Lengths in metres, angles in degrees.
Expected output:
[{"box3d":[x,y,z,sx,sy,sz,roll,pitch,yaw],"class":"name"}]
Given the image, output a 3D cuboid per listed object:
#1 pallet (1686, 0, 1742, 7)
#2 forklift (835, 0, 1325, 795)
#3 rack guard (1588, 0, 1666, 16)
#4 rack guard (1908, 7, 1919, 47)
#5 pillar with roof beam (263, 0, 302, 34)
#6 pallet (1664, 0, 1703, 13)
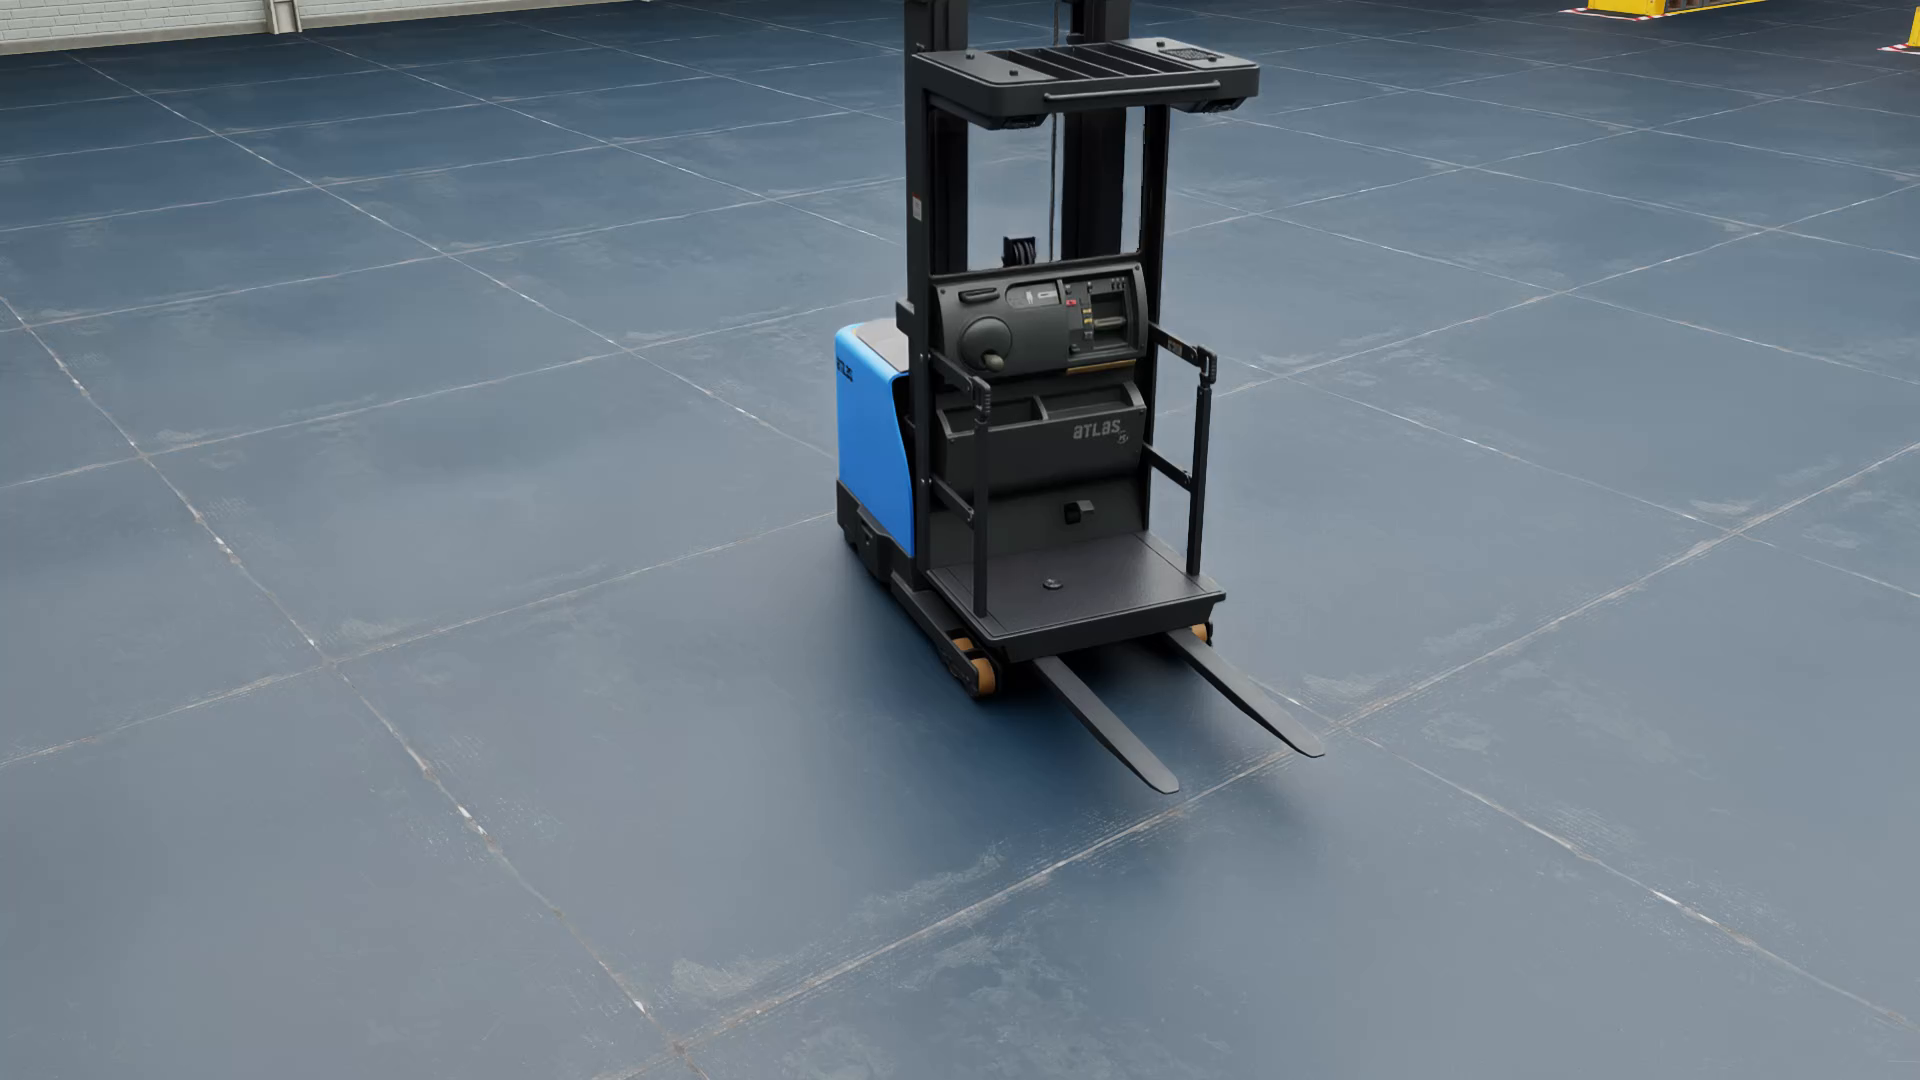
[{"box3d":[12.090,-8.965,27.315,1.213,0.211,1.003,-18,31,-34],"class":"pallet"},{"box3d":[0.432,-0.882,6.669,1.130,2.935,3.031,-10,27,-21],"class":"forklift"},{"box3d":[10.488,-8.571,26.125,0.348,0.500,1.175,-18,31,-34],"class":"rack guard"},{"box3d":[13.573,-6.915,22.556,0.348,0.500,1.175,-18,31,-34],"class":"rack guard"},{"box3d":[-7.147,-10.039,19.192,0.400,9.000,9.100,-18,31,-34],"class":"pillar with roof beam"},{"box3d":[11.131,-8.650,26.636,1.213,0.211,1.003,-18,31,-34],"class":"pallet"}]
